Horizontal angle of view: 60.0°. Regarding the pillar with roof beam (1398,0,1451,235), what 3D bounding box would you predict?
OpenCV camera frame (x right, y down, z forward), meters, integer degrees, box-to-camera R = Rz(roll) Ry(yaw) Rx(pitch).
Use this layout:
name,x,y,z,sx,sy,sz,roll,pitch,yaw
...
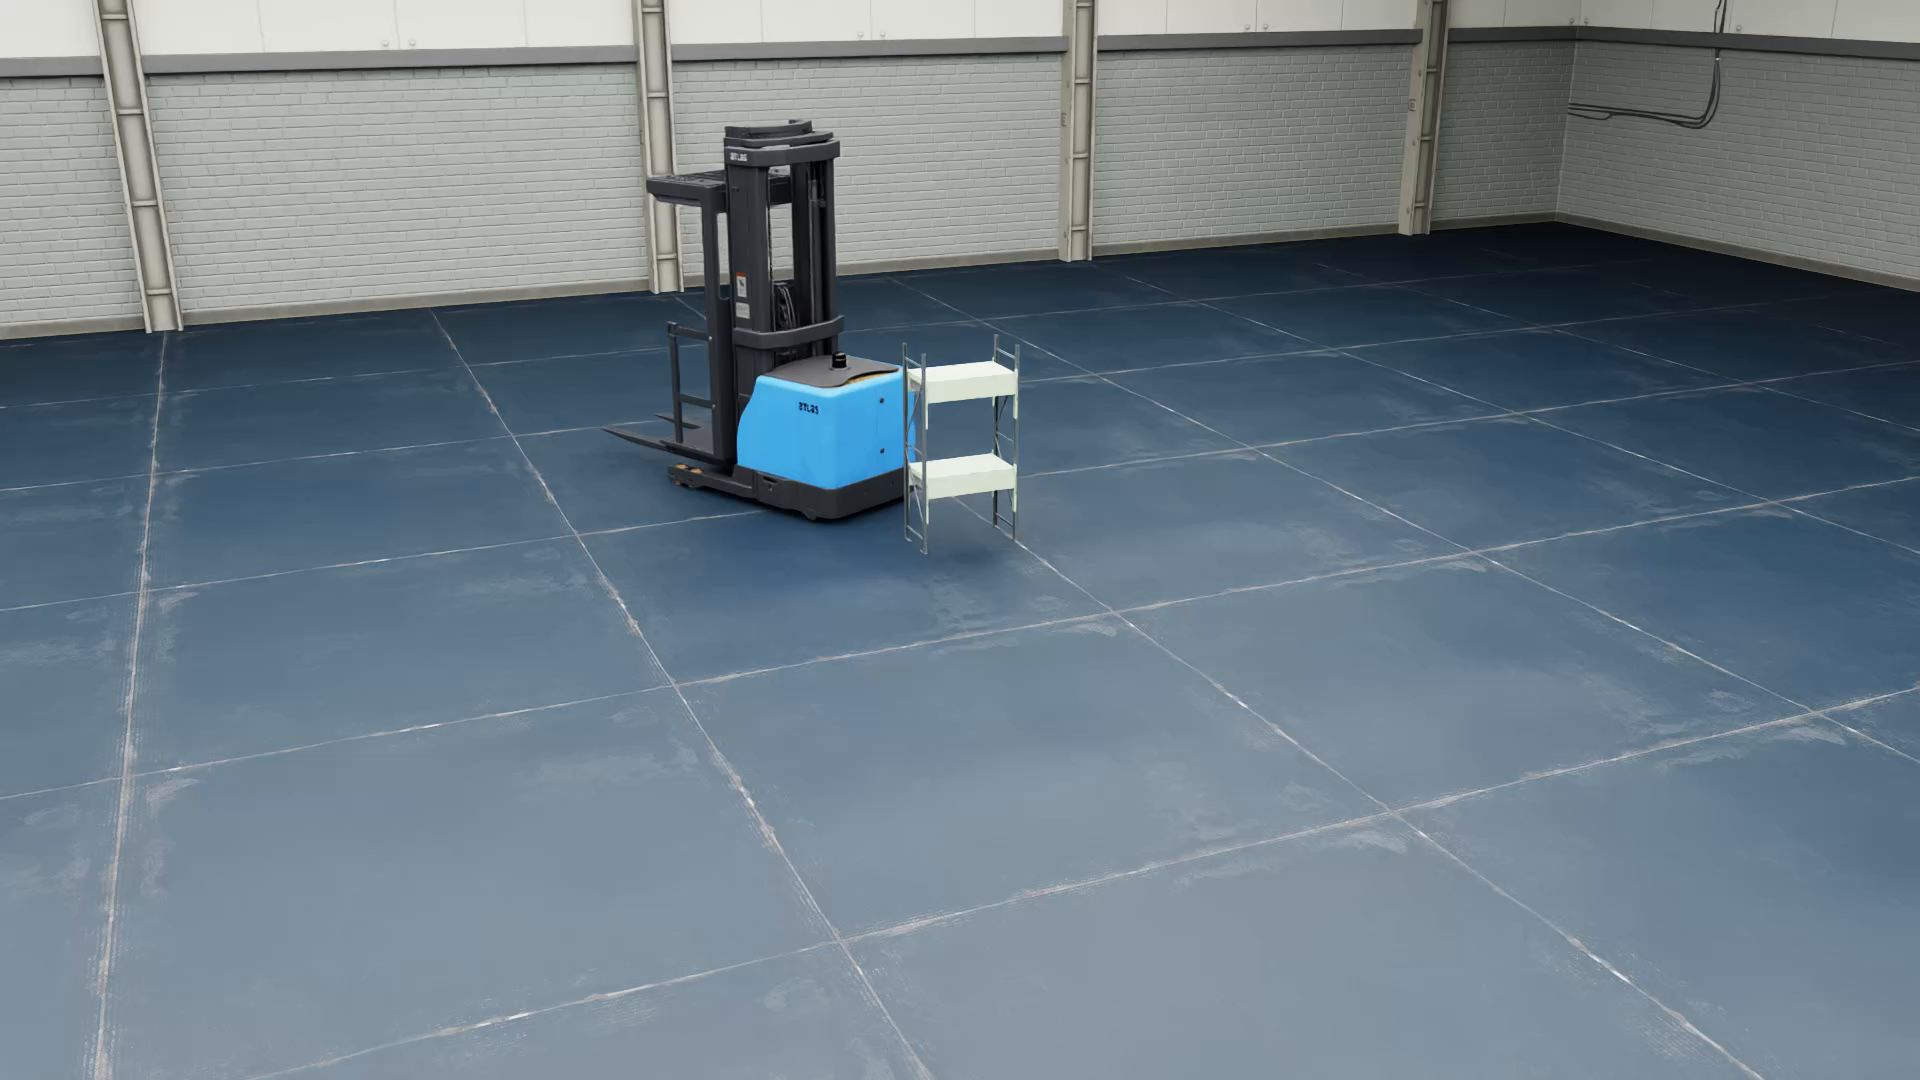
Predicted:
name,x,y,z,sx,sy,sz,roll,pitch,yaw
pillar with roof beam,8.876,-7.783,21.077,0.400,9.000,9.100,-8,21,-22

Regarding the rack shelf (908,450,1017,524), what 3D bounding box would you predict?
name,x,y,z,sx,sy,sz,roll,pitch,yaw
rack shelf,0.006,-0.401,12.384,0.720,0.370,0.431,-8,21,-22

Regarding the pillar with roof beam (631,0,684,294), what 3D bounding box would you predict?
name,x,y,z,sx,sy,sz,roll,pitch,yaw
pillar with roof beam,-2.143,-6.204,16.594,0.400,9.000,9.100,-8,21,-22

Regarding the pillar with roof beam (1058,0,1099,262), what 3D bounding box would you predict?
name,x,y,z,sx,sy,sz,roll,pitch,yaw
pillar with roof beam,3.367,-6.994,18.835,0.400,9.000,9.100,-8,21,-22

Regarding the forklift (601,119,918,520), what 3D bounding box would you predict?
name,x,y,z,sx,sy,sz,roll,pitch,yaw
forklift,-1.794,-1.919,13.559,3.031,2.935,1.130,16,25,38

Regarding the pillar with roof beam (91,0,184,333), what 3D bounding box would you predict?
name,x,y,z,sx,sy,sz,roll,pitch,yaw
pillar with roof beam,-7.652,-5.415,14.352,0.400,9.000,9.100,-8,21,-22

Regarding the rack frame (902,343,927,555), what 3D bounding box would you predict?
name,x,y,z,sx,sy,sz,roll,pitch,yaw
rack frame,-0.330,-0.660,12.139,0.023,1.500,0.400,-8,21,-22

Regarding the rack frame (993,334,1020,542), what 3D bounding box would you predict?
name,x,y,z,sx,sy,sz,roll,pitch,yaw
rack frame,0.342,-0.756,12.412,0.023,1.500,0.400,-8,21,-22

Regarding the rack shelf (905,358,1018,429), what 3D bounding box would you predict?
name,x,y,z,sx,sy,sz,roll,pitch,yaw
rack shelf,0.006,-1.076,12.146,0.720,0.370,0.431,-8,21,-22

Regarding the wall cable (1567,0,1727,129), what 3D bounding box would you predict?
name,x,y,z,sx,sy,sz,roll,pitch,yaw
wall cable,10.399,-7.616,25.277,0.112,2.526,3.097,-8,21,-22

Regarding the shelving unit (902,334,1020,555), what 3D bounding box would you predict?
name,x,y,z,sx,sy,sz,roll,pitch,yaw
shelving unit,0.006,-0.708,12.275,0.755,1.500,0.431,-8,21,-22
